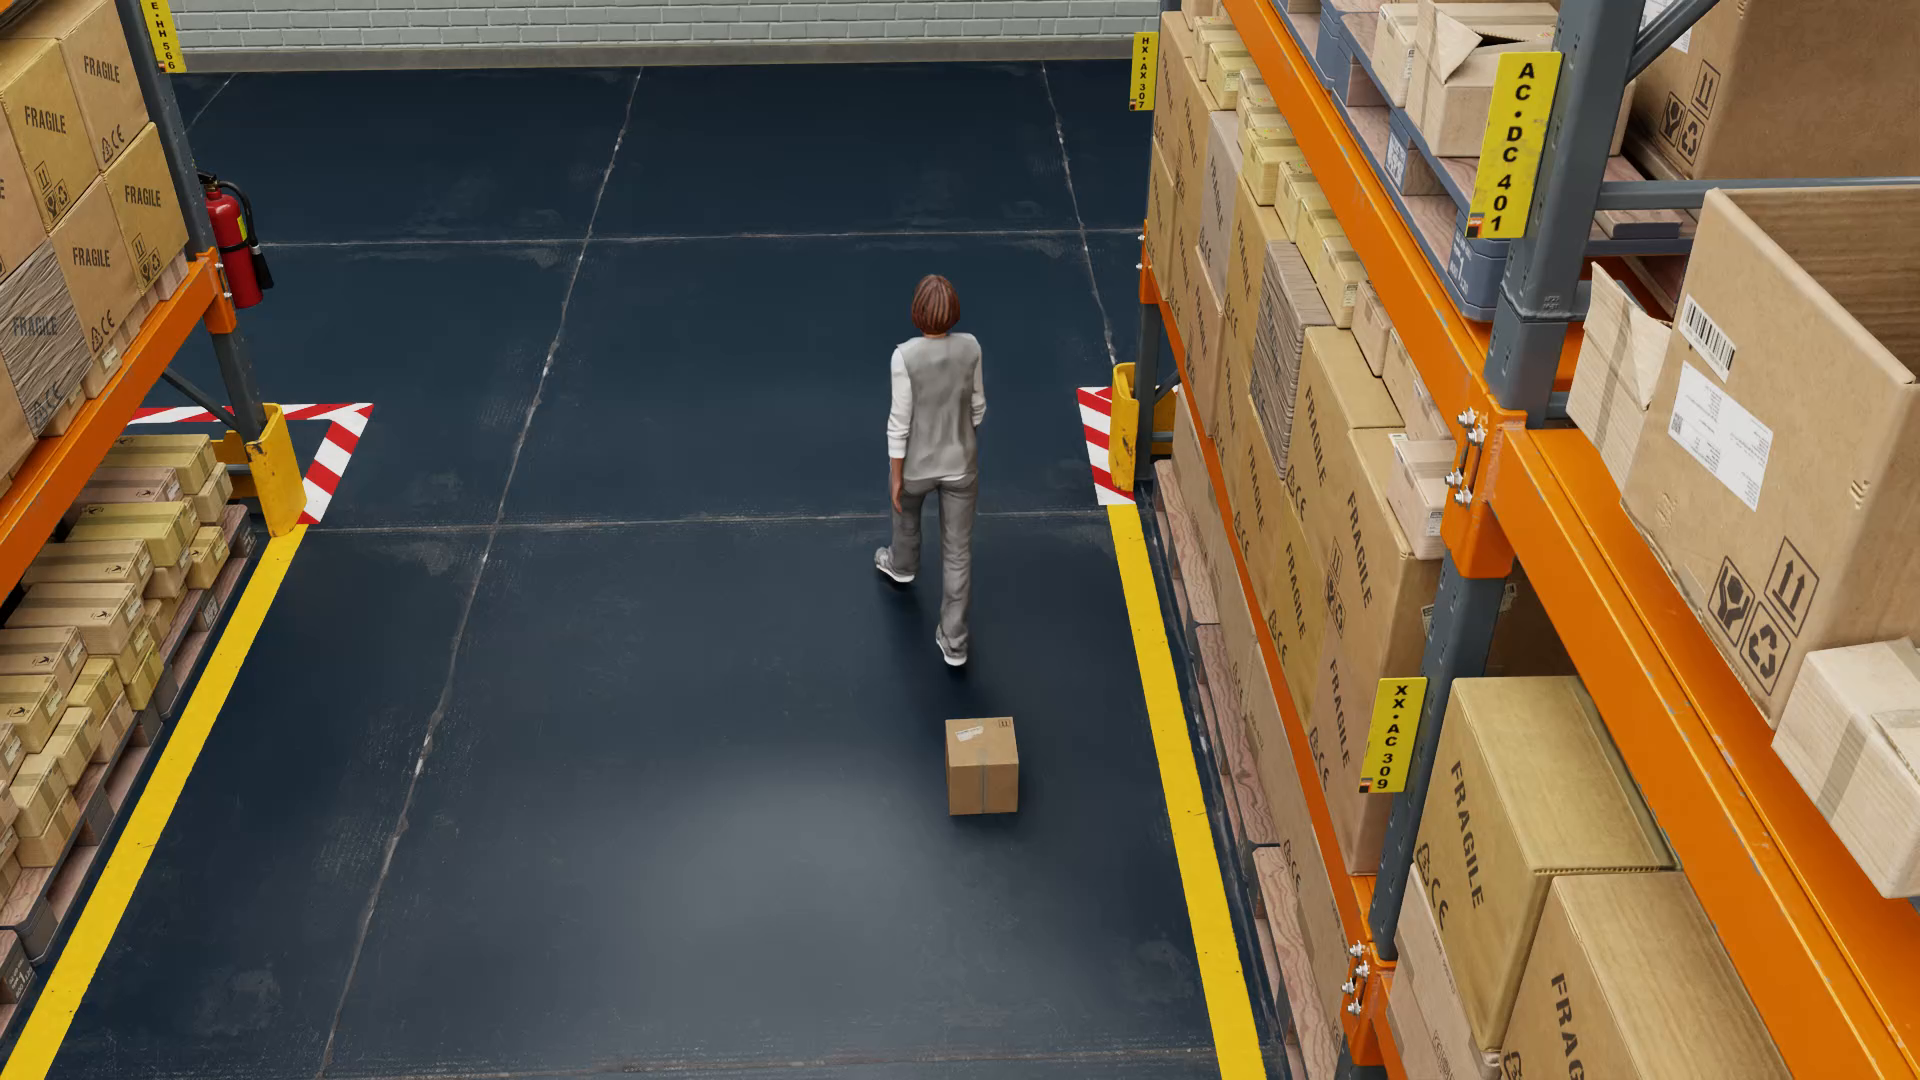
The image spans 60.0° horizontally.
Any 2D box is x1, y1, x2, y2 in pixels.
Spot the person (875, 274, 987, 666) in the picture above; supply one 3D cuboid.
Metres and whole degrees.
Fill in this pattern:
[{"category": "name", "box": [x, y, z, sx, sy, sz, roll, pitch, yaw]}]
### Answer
[{"category": "person", "box": [-0.100, -0.338, 6.608, 0.418, 1.547, 0.851, -7, 36, -10]}]
